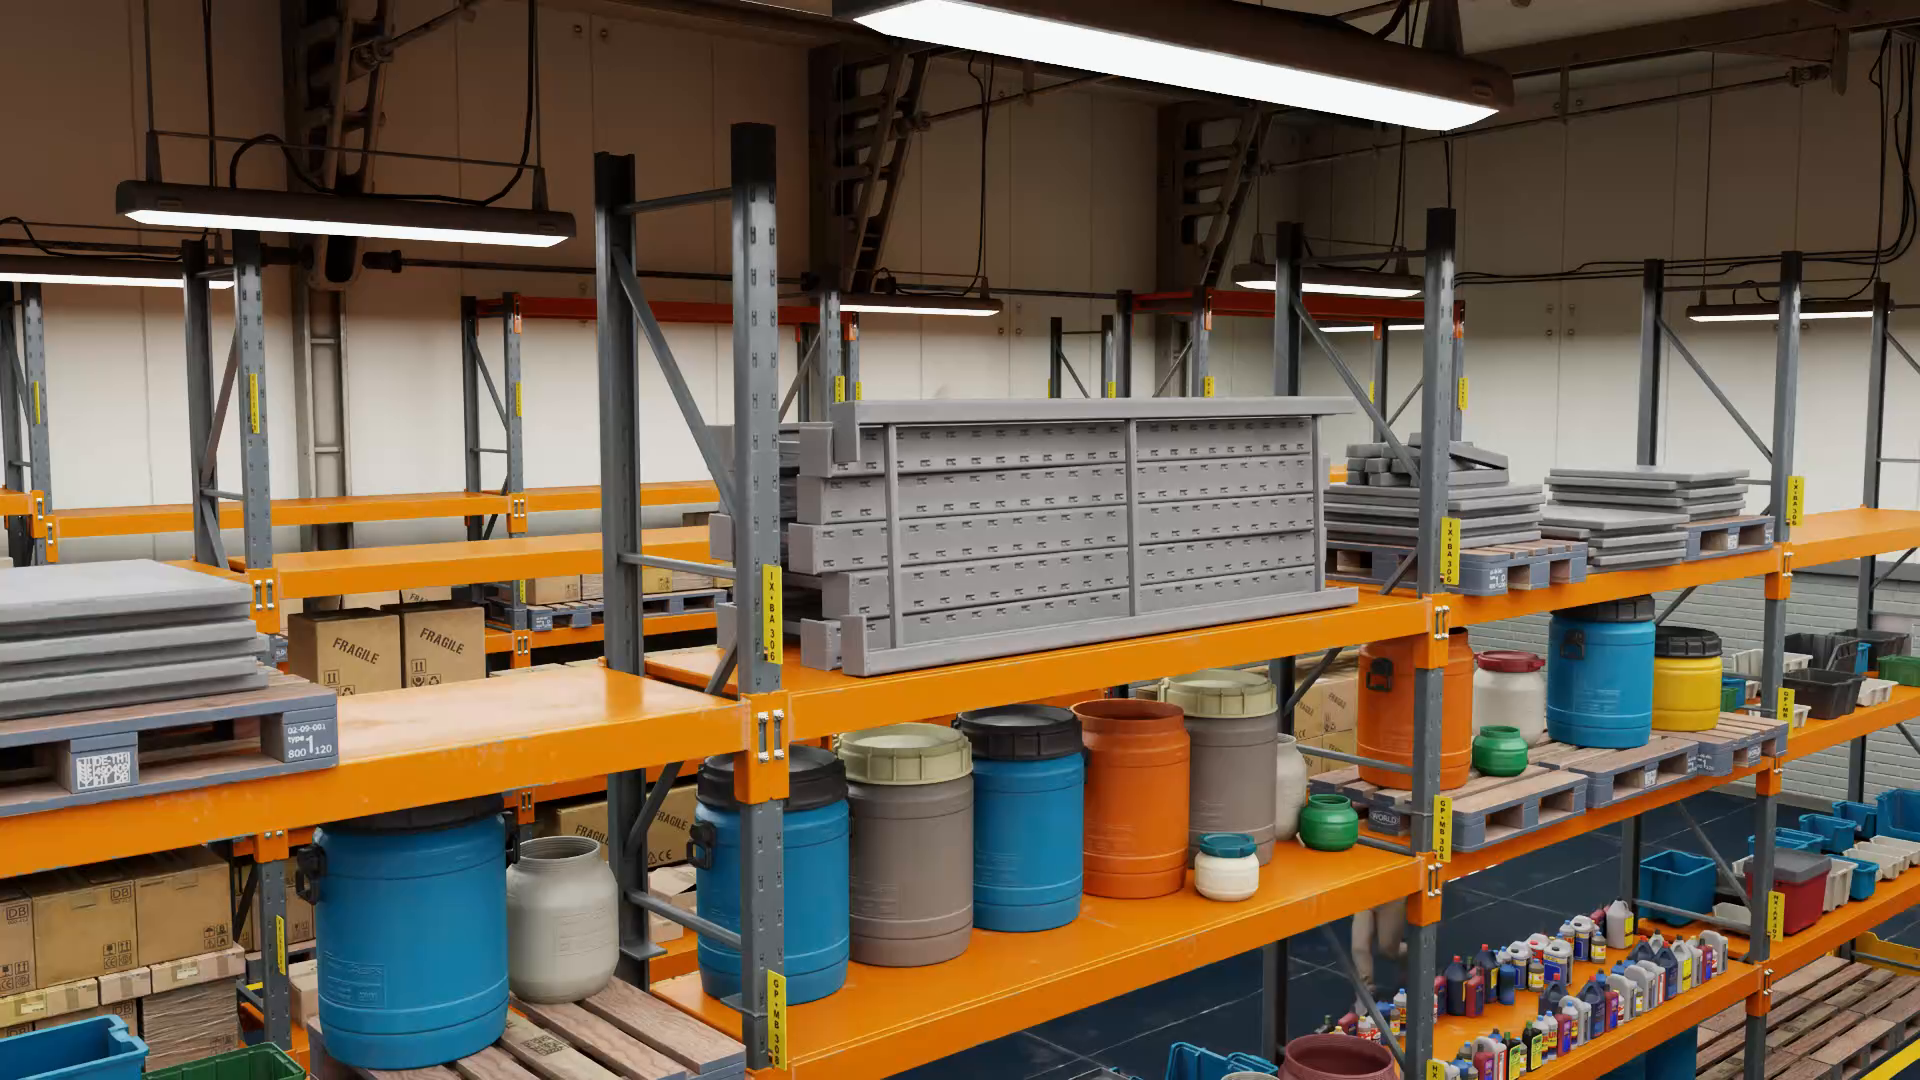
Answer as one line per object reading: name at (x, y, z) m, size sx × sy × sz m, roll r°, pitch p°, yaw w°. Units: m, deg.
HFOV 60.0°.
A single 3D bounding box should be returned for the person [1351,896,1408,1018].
person at (3.507, 3.023, 13.805) m, size 0.663 × 1.731 × 0.902 m, roll 5°, pitch 7°, yaw 41°
